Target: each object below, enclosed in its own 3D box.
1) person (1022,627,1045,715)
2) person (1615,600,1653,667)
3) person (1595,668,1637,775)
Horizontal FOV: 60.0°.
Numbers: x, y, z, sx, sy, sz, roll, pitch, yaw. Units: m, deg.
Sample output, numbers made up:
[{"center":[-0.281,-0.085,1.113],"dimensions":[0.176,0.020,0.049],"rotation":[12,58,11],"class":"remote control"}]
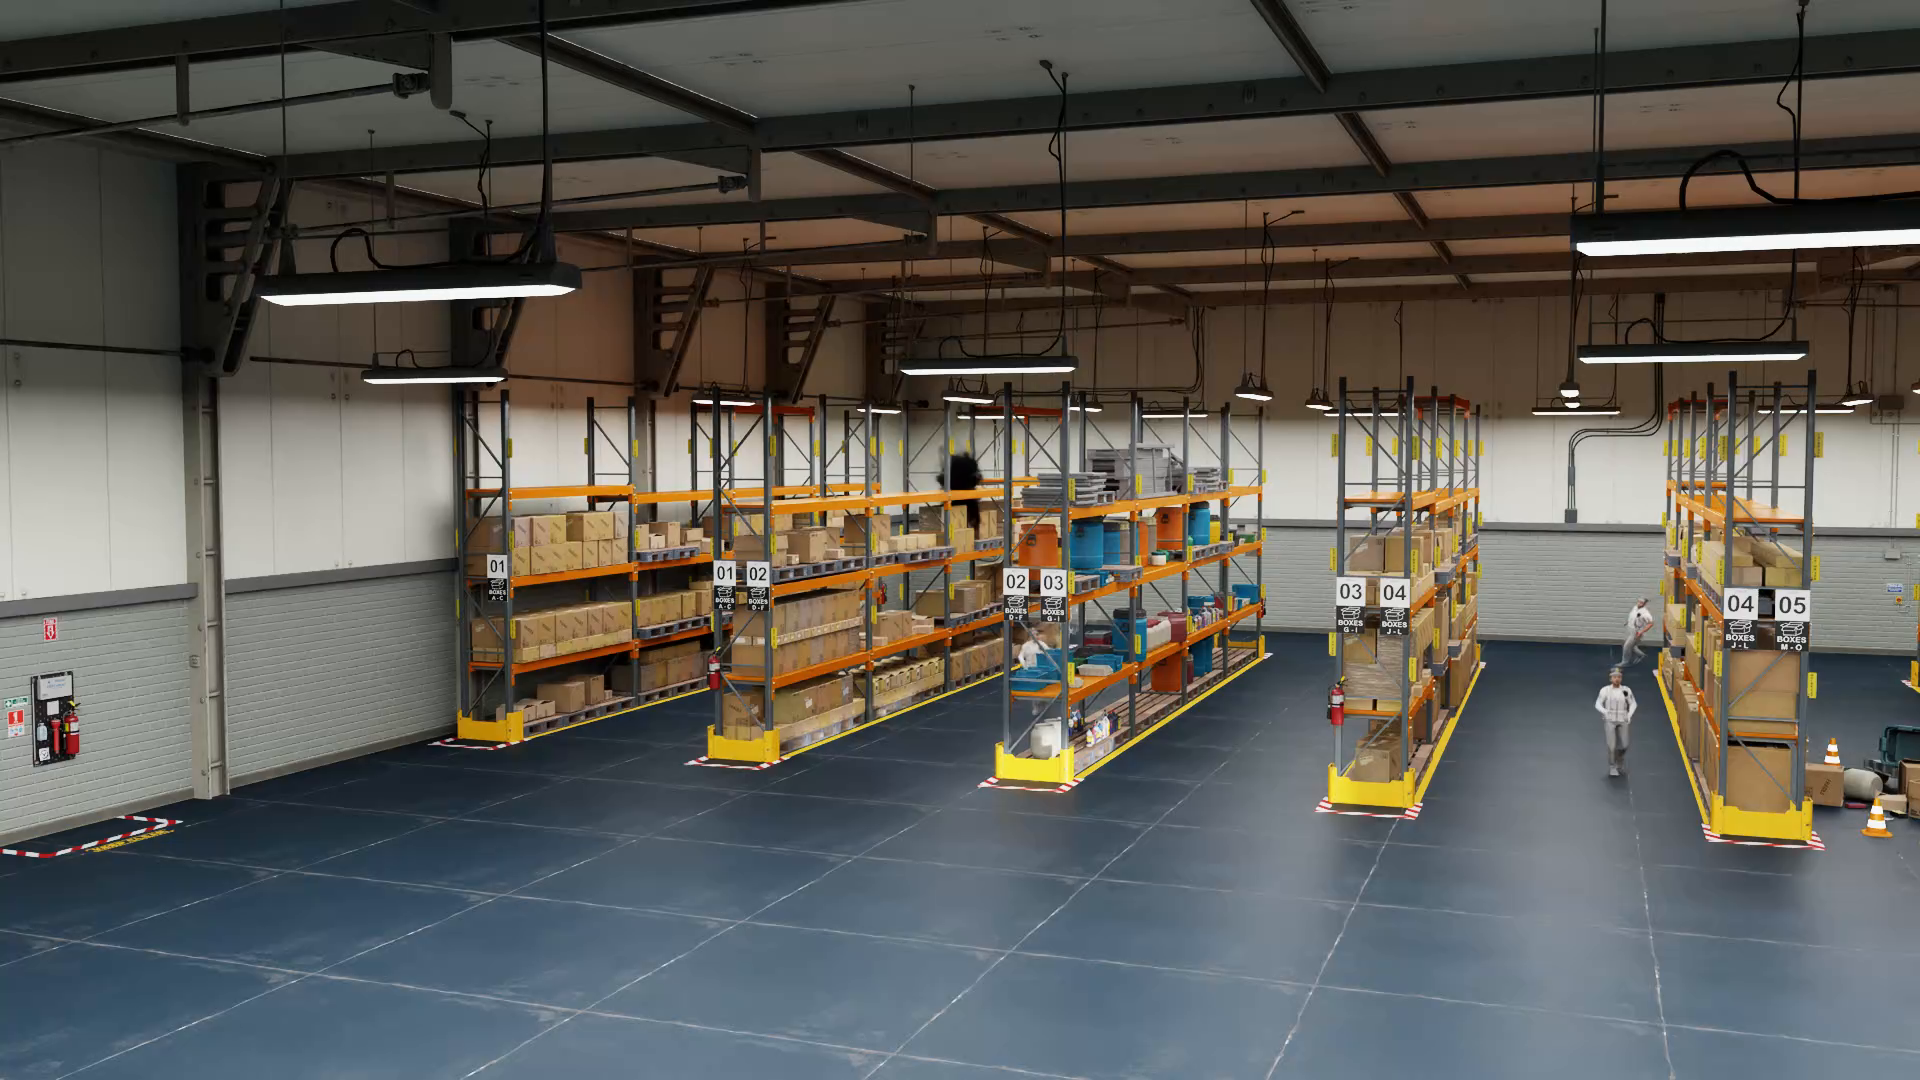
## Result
[{"center":[1.388,2.453,31.058],"dimensions":[0.436,1.657,0.546],"rotation":[1,3,17],"class":"person"},{"center":[15.468,2.108,37.858],"dimensions":[0.716,1.624,0.833],"rotation":[-1,3,-18],"class":"person"},{"center":[10.030,2.774,25.399],"dimensions":[0.608,1.650,0.525],"rotation":[1,3,14],"class":"person"}]
